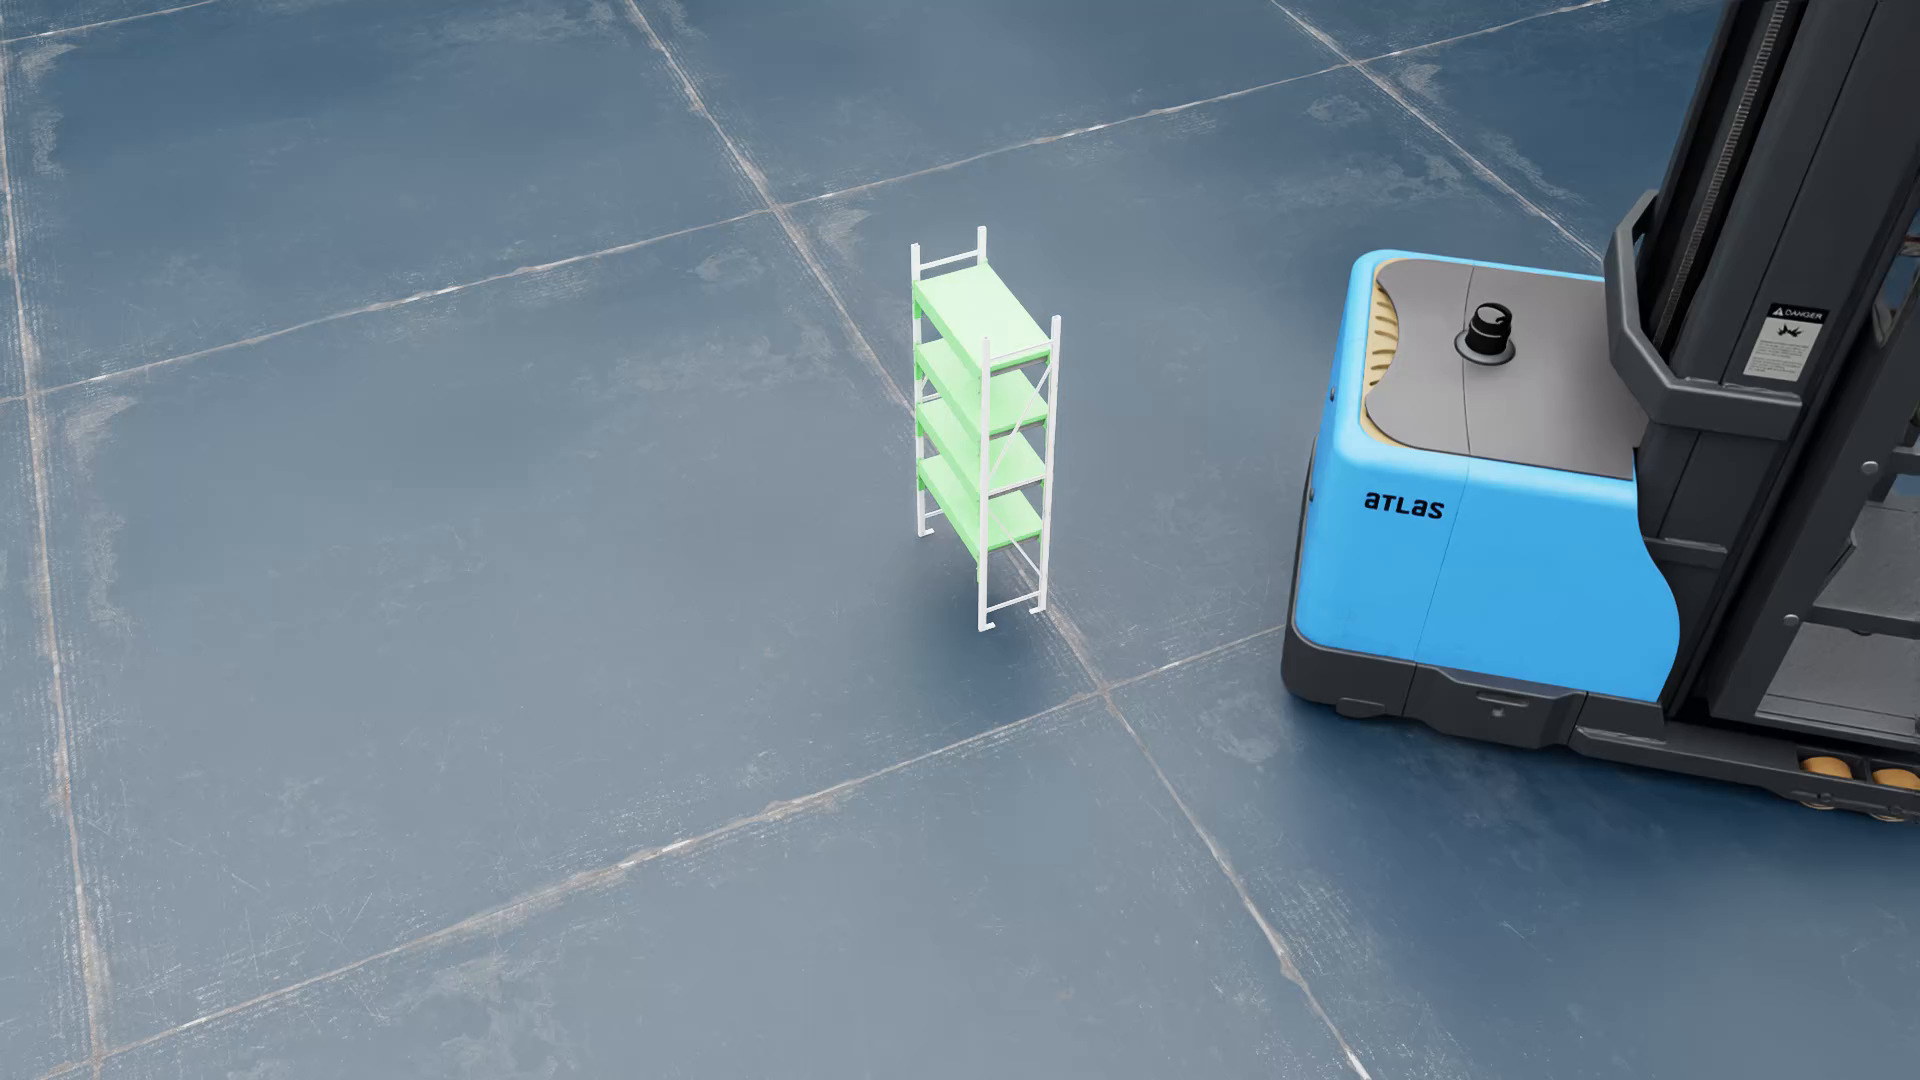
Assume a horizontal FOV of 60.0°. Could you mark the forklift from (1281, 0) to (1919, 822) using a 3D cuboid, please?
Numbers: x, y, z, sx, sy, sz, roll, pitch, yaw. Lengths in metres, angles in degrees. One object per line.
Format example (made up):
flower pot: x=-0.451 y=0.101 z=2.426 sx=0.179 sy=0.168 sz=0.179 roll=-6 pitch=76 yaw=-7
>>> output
forklift: x=2.580 y=-0.626 z=4.298 sx=3.031 sy=2.935 sz=1.130 roll=9 pitch=45 yaw=9

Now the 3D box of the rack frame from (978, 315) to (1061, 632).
rack frame: x=0.172 y=-0.166 z=5.064 sx=0.240 sy=1.200 sz=0.015 roll=-18 pitch=47 yaw=-17

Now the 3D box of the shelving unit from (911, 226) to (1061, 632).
shelving unit: x=0.070 y=-0.322 z=5.222 sx=0.258 sy=1.200 sz=0.503 roll=-18 pitch=47 yaw=-17

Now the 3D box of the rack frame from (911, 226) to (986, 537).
rack frame: x=-0.033 y=-0.477 z=5.379 sx=0.240 sy=1.200 sz=0.015 roll=-18 pitch=47 yaw=-17

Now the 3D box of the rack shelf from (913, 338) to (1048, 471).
rack shelf: x=0.070 y=-0.447 z=5.098 sx=0.258 sy=0.148 sz=0.480 roll=-18 pitch=47 yaw=-17

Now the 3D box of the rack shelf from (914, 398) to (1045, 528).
rack shelf: x=0.070 y=-0.276 z=5.267 sx=0.258 sy=0.148 sz=0.480 roll=-18 pitch=47 yaw=-17

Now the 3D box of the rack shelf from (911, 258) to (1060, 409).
rack shelf: x=0.070 y=-0.618 z=4.929 sx=0.258 sy=0.148 sz=0.480 roll=-18 pitch=47 yaw=-17

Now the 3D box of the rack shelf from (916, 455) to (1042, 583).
rack shelf: x=0.070 y=-0.105 z=5.435 sx=0.258 sy=0.148 sz=0.480 roll=-18 pitch=47 yaw=-17
